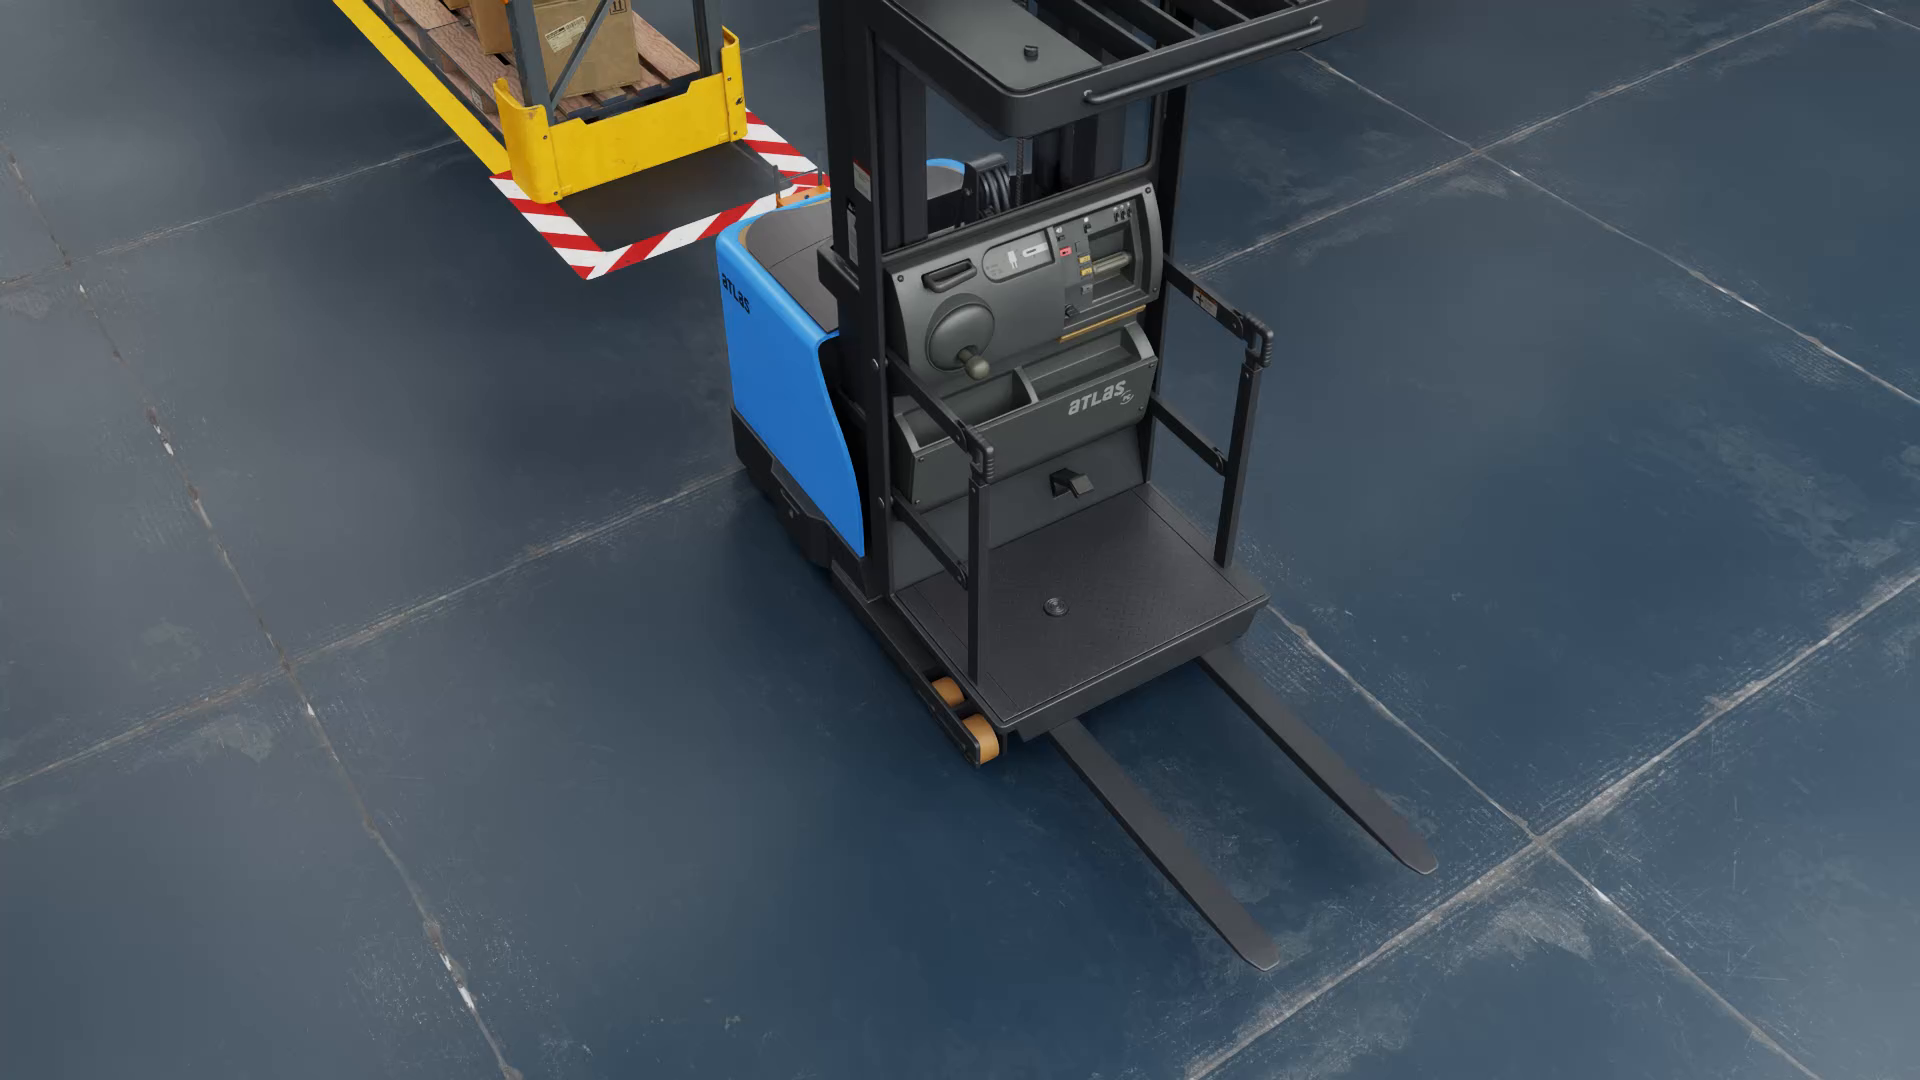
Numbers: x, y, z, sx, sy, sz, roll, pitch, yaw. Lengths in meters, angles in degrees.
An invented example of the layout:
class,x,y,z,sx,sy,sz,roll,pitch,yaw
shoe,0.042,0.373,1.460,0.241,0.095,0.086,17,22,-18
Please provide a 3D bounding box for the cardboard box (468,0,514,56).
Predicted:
class,x,y,z,sx,sy,sz,roll,pitch,yaw
cardboard box,-2.295,-2.888,8.609,0.500,0.500,0.500,-14,45,-14

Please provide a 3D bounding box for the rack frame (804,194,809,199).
class,x,y,z,sx,sy,sz,roll,pitch,yaw
rack frame,-0.480,-0.906,6.439,0.200,1.050,0.008,-23,48,-23

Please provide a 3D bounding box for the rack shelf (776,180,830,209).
class,x,y,z,sx,sy,sz,roll,pitch,yaw
rack shelf,-0.545,-1.175,6.325,0.215,0.259,0.240,-23,48,-23

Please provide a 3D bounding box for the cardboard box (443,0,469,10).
class,x,y,z,sx,sy,sz,roll,pitch,yaw
cardboard box,-2.638,-3.250,8.988,0.500,0.500,0.500,-21,48,-21

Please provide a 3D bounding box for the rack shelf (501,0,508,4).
class,x,y,z,sx,sy,sz,roll,pitch,yaw
rack shelf,-2.726,-3.828,8.608,1.077,0.370,4.000,-26,49,-24

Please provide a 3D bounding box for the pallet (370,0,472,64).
class,x,y,z,sx,sy,sz,roll,pitch,yaw
pallet,-2.755,-3.154,9.401,1.003,0.211,1.213,-26,49,-24

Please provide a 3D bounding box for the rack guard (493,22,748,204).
class,x,y,z,sx,sy,sz,roll,pitch,yaw
rack guard,-1.625,-2.094,8.081,1.175,0.500,0.348,-26,49,-24

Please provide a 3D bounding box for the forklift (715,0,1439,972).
class,x,y,z,sx,sy,sz,roll,pitch,yaw
forklift,0.331,-0.696,4.857,1.130,2.935,3.031,-23,48,-23

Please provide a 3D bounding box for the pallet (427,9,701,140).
class,x,y,z,sx,sy,sz,roll,pitch,yaw
pallet,-2.061,-2.464,8.678,1.003,0.211,1.213,-26,49,-24

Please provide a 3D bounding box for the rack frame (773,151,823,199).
class,x,y,z,sx,sy,sz,roll,pitch,yaw
rack frame,-0.610,-1.049,6.588,0.200,1.050,0.008,-23,48,-23

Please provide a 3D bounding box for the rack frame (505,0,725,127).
class,x,y,z,sx,sy,sz,roll,pitch,yaw
rack frame,-1.582,-2.955,7.173,1.000,3.000,0.127,-26,49,-24

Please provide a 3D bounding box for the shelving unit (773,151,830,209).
class,x,y,z,sx,sy,sz,roll,pitch,yaw
shelving unit,-0.545,-0.977,6.513,0.215,1.050,0.252,-23,48,-23

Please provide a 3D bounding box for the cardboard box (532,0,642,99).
class,x,y,z,sx,sy,sz,roll,pitch,yaw
cardboard box,-1.925,-2.563,8.269,0.500,0.500,0.500,-17,46,-17
